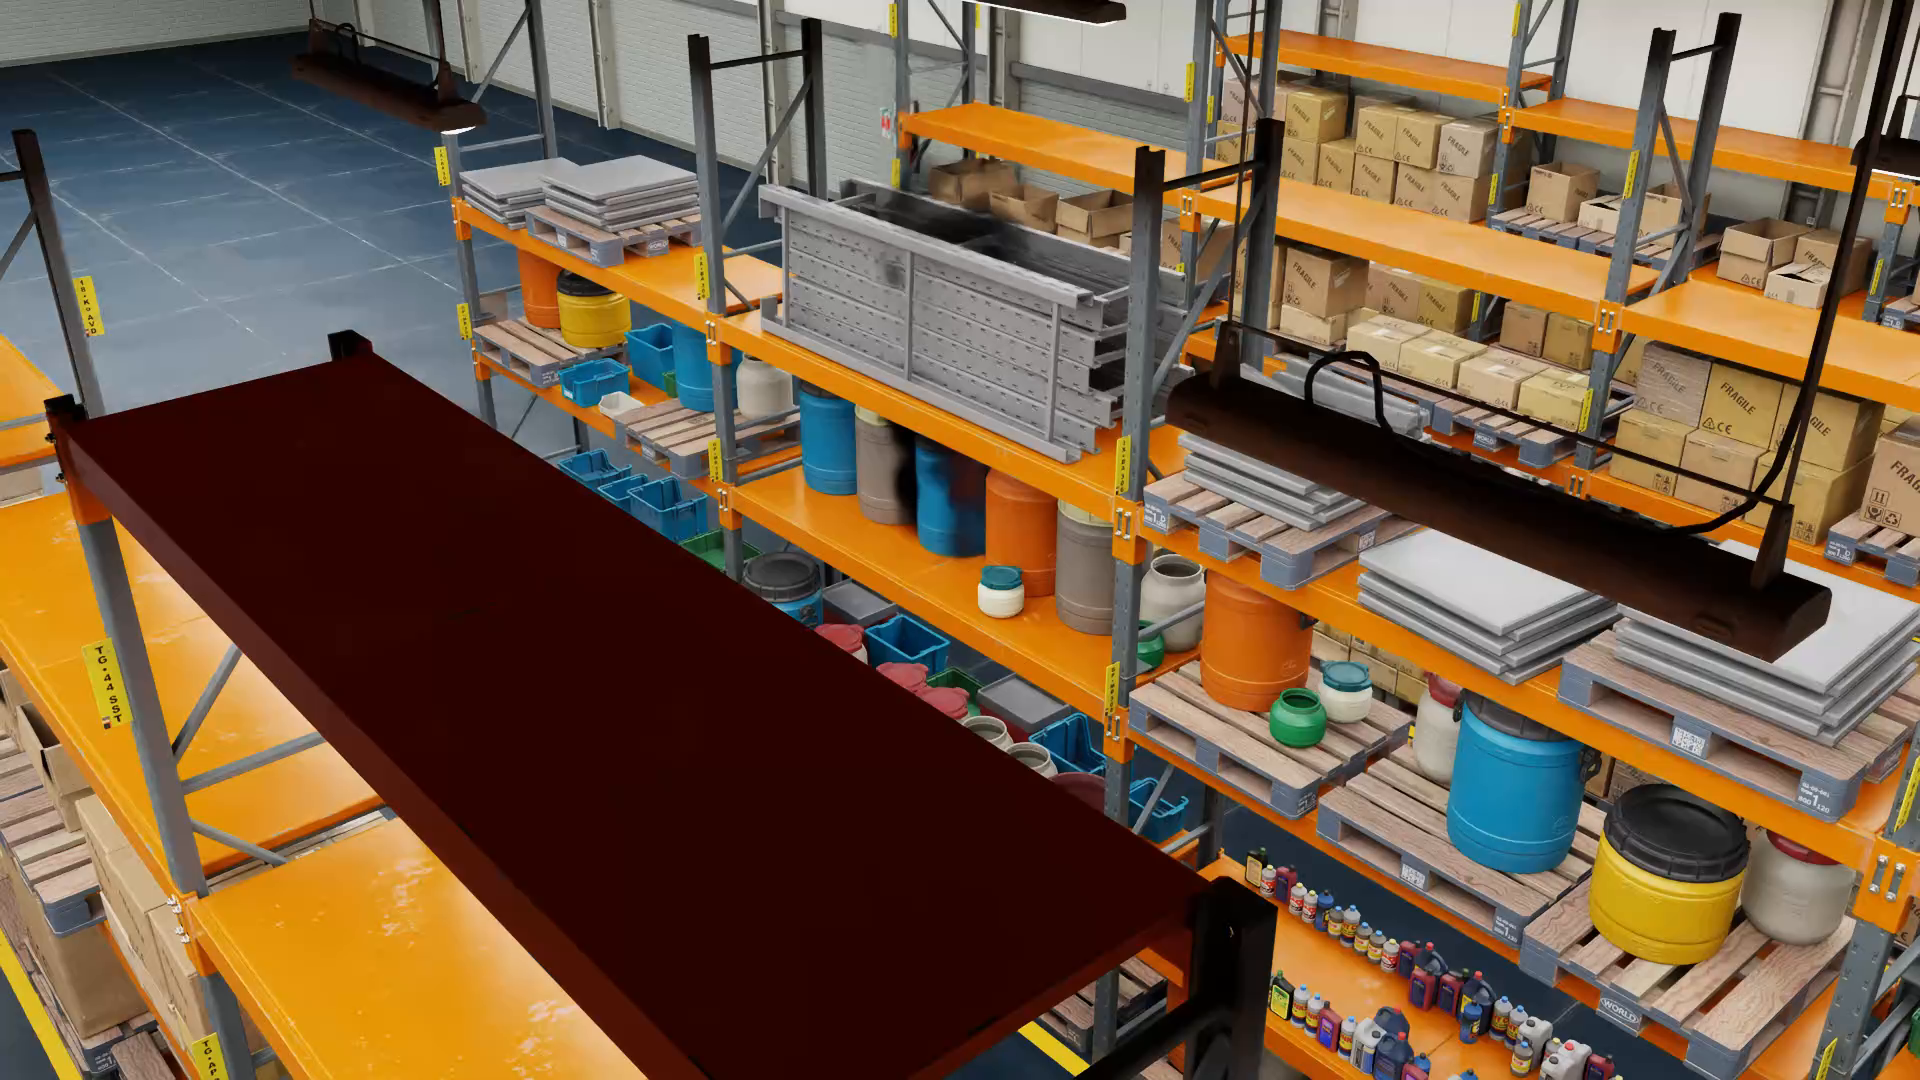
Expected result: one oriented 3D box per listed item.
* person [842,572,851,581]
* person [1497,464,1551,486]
[{"bbox_3d":[-1.010,0.176,15.512,0.493,1.559,0.503,24,36,39],"label":"person"},{"bbox_3d":[5.463,-0.310,16.339,0.749,1.754,0.584,23,35,38],"label":"person"}]
